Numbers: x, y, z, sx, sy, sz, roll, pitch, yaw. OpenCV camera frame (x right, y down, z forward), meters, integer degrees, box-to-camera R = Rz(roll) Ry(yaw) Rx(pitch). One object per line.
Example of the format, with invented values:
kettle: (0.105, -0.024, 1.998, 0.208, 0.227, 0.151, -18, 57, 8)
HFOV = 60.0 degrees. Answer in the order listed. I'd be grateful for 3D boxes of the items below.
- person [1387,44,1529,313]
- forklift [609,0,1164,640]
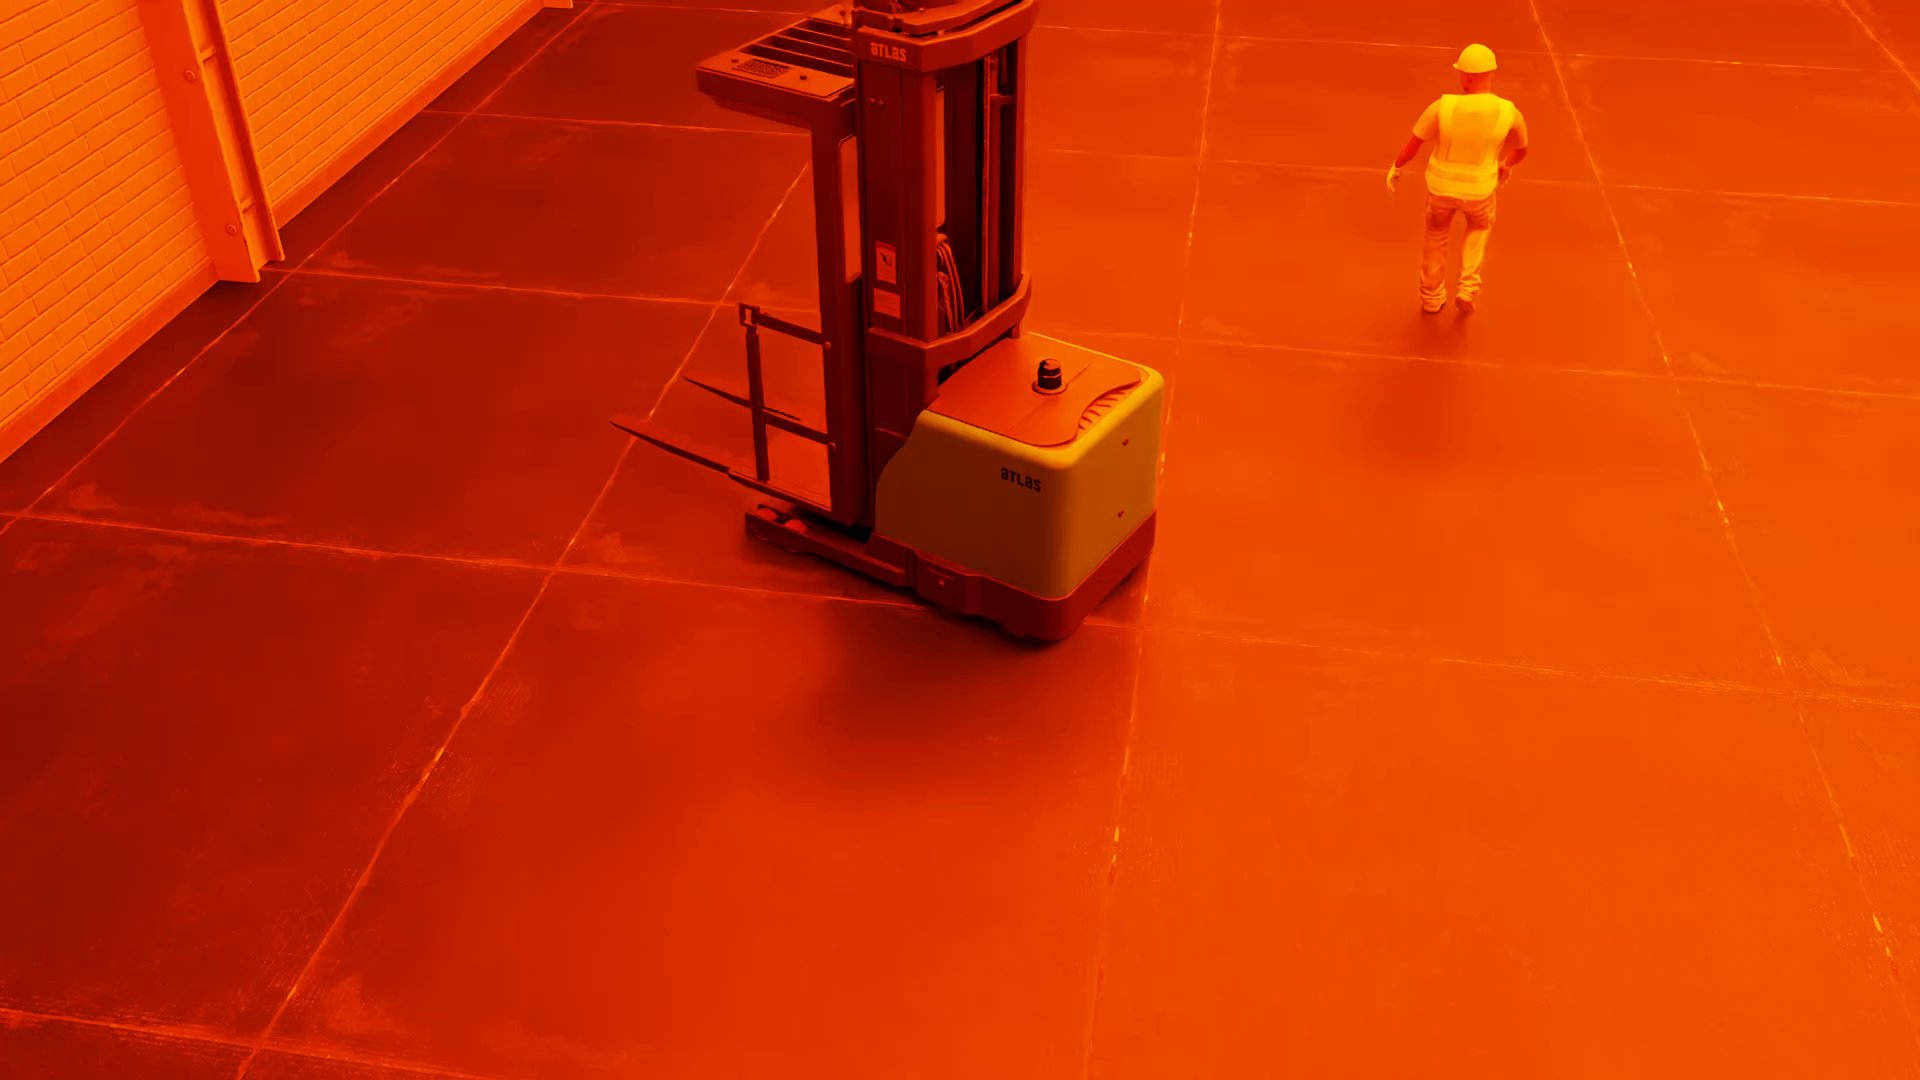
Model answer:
person: (3.084, -2.241, 10.395, 0.805, 1.750, 0.488, 12, 37, 16)
forklift: (-0.515, -1.370, 8.116, 3.031, 2.935, 1.130, 21, 40, 27)
